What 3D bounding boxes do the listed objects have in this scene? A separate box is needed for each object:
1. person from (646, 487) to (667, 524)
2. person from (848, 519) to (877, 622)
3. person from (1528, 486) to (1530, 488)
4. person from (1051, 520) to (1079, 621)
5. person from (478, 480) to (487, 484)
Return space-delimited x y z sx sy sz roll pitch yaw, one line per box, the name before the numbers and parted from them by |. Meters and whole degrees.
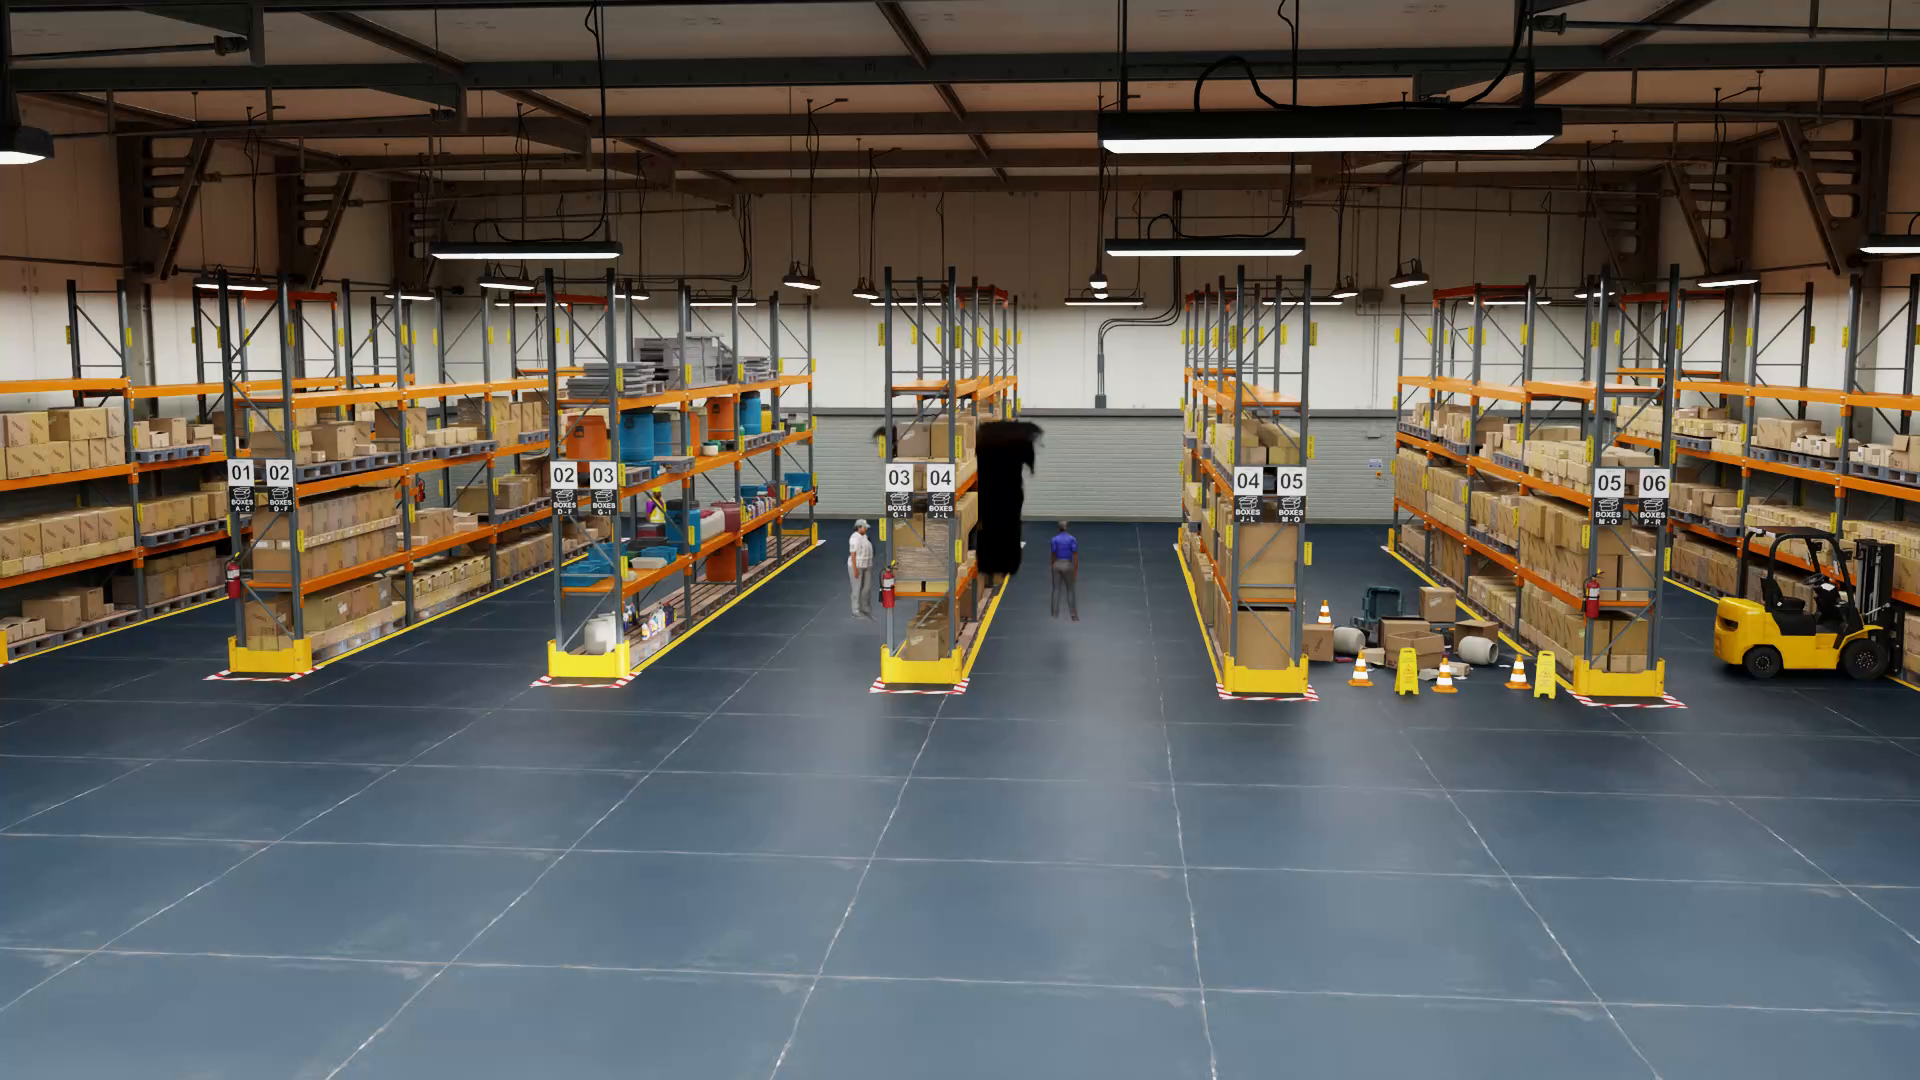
person | -6.583 -0.327 36.659 0.564 1.762 0.587 2 7 17
person | -1.680 0.523 28.011 0.399 1.761 0.516 5 9 38
person | 14.203 -0.956 42.072 0.928 1.676 0.574 -1 7 -12
person | 1.764 0.533 27.886 0.507 1.736 0.625 4 8 32
person | -10.851 -0.518 38.278 0.571 1.762 0.558 2 7 14
